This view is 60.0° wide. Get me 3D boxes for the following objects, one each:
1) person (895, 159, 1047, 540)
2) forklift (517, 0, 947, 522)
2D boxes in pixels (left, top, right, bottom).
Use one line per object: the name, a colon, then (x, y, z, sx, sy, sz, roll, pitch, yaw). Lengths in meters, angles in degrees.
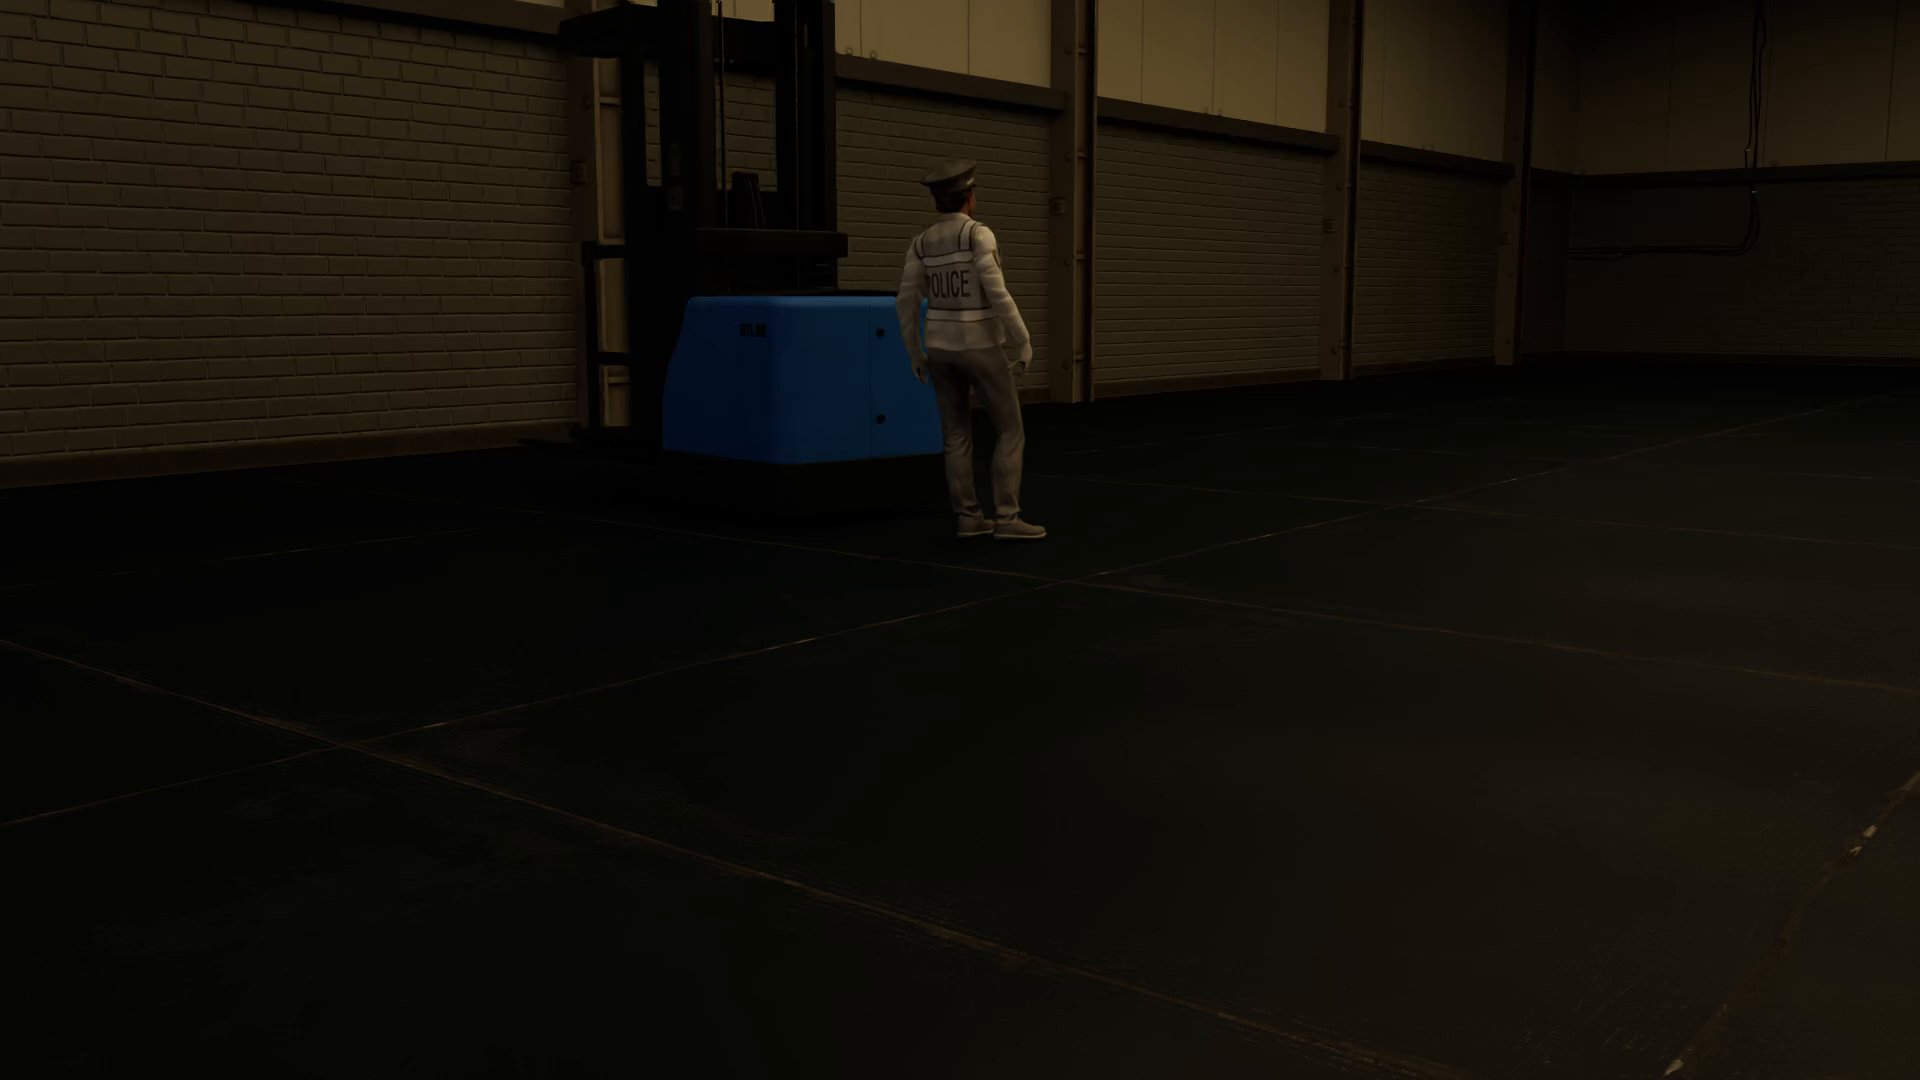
person: (0.052, -0.835, 7.366, 0.636, 1.672, 0.438, 6, 10, 36)
forklift: (-1.408, -1.696, 8.870, 1.130, 2.935, 3.031, -7, 11, -40)
